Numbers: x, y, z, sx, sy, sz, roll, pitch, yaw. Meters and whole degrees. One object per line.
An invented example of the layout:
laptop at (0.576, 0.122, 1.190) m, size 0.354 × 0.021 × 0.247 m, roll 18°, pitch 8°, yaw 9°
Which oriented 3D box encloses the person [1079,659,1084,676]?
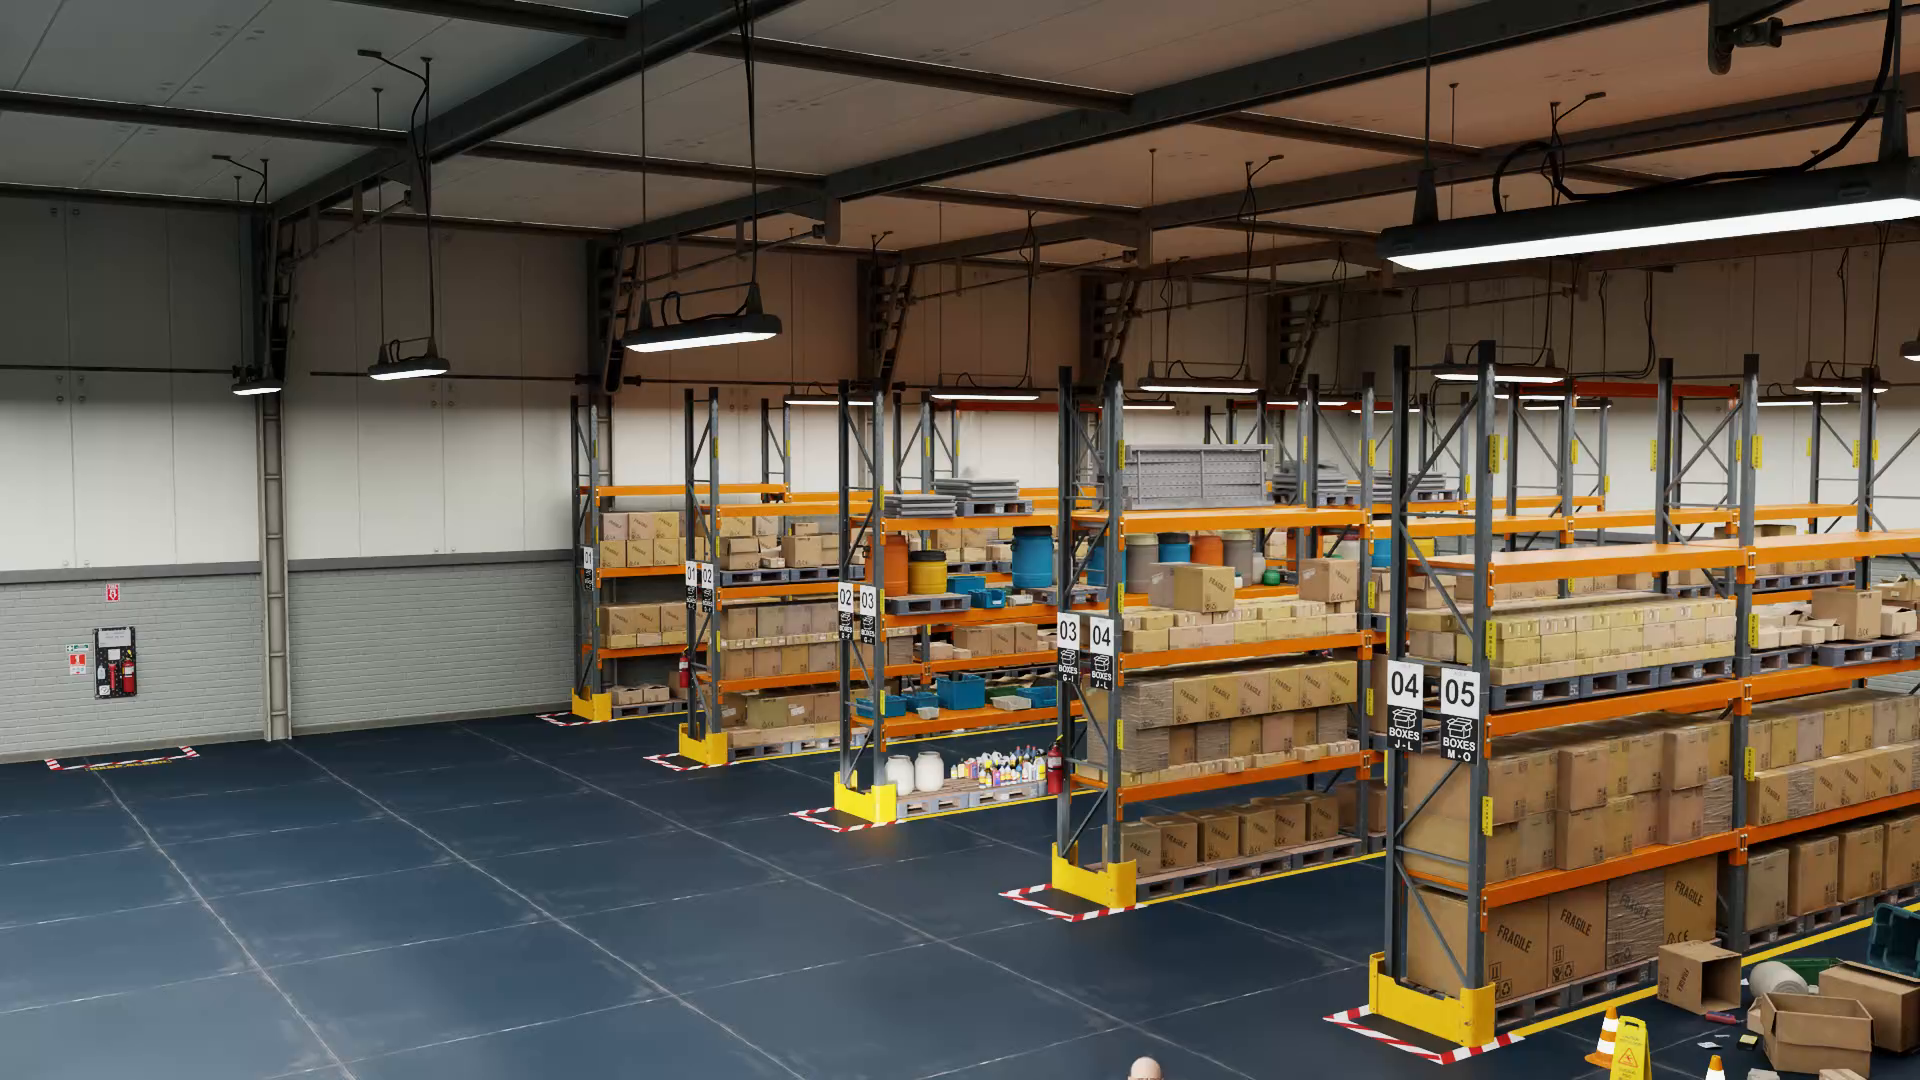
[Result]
person at (2.326, 2.031, 34.166) m, size 0.734 × 1.732 × 0.559 m, roll -3°, pitch 4°, yaw -37°

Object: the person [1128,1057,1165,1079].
person at (1.030, 3.741, 9.174) m, size 0.738 × 1.853 × 0.971 m, roll 0°, pitch 3°, yaw 6°
